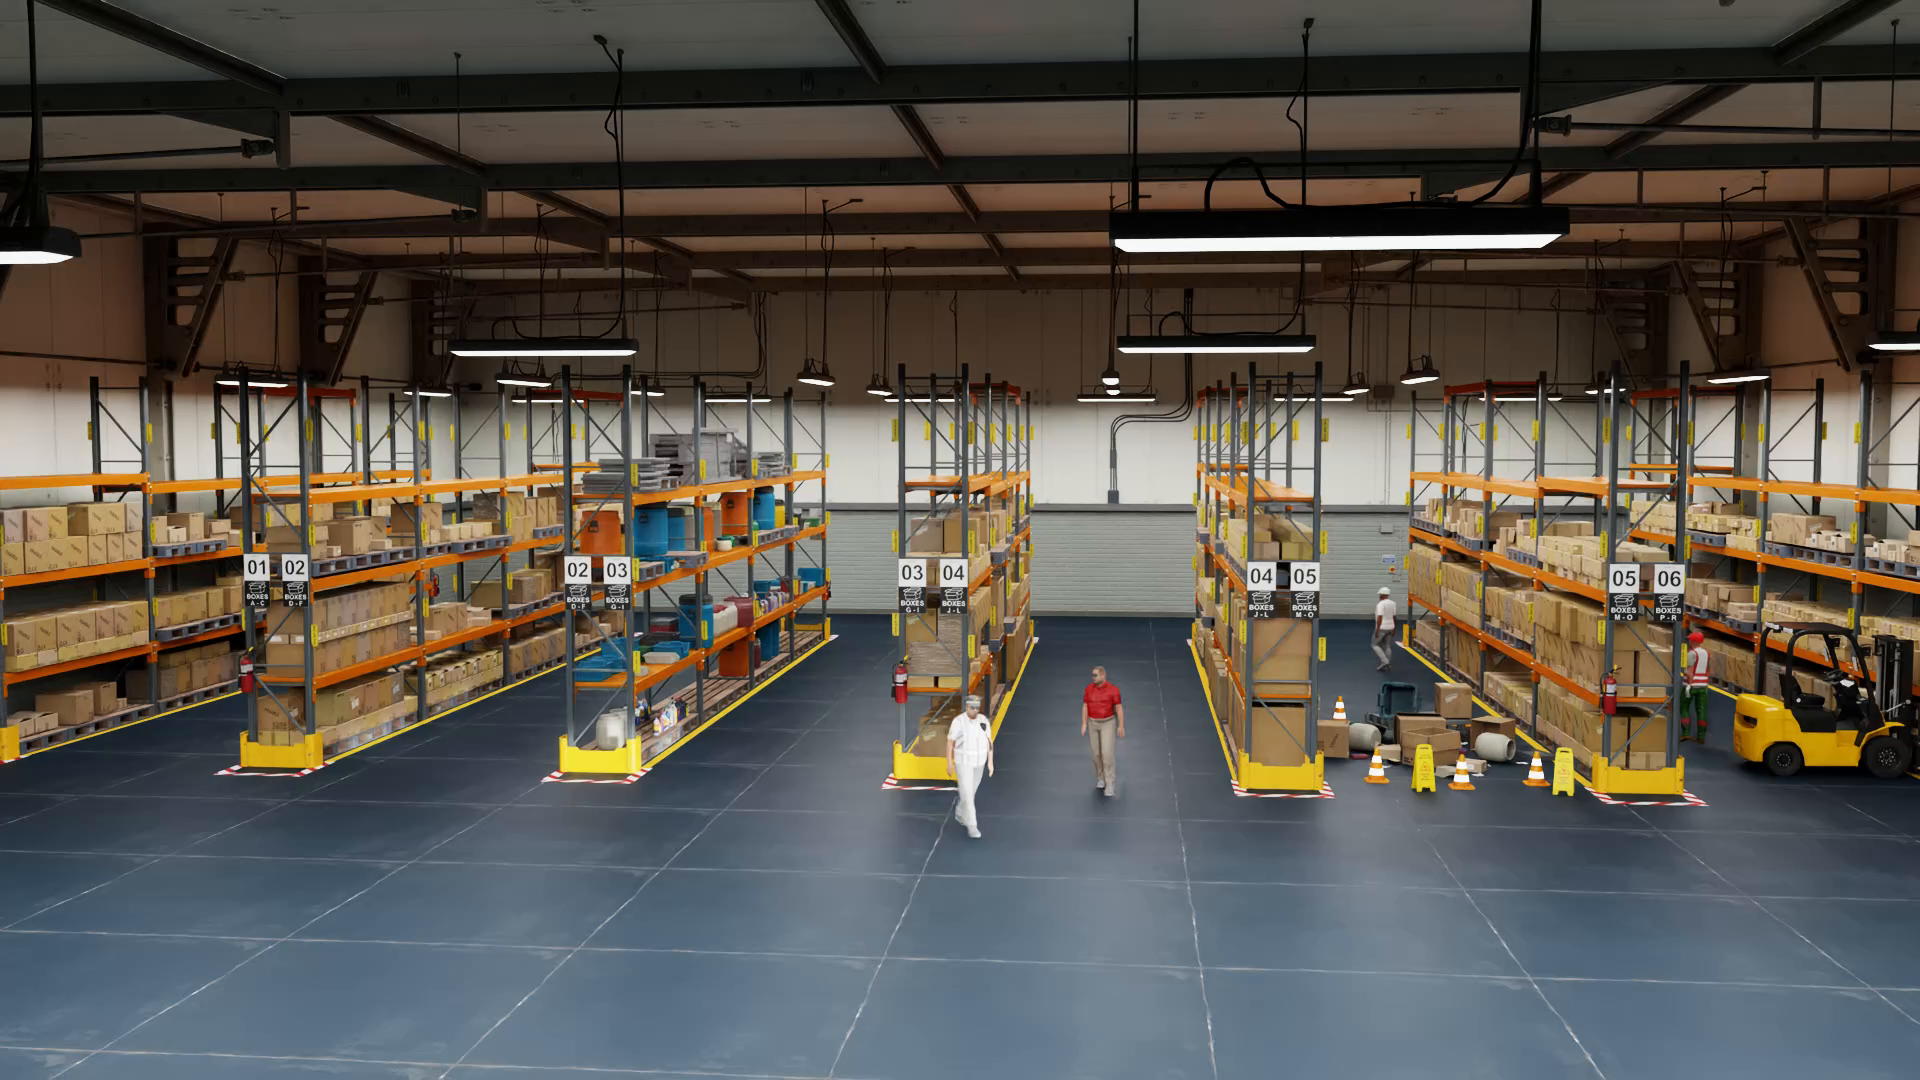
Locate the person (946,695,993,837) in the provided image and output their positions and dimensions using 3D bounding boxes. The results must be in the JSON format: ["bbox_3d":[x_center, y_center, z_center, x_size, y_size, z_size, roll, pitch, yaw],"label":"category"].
[{"bbox_3d":[0.153,2.786,20.833,0.569,1.701,0.983,-2,4,-34],"label":"person"}]

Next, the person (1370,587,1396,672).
[{"bbox_3d":[8.933,1.880,34.945,0.616,1.765,0.440,-3,5,-36],"label":"person"}]

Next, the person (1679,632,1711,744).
[{"bbox_3d":[11.912,2.406,26.857,0.512,1.825,0.543,0,4,0],"label":"person"}]

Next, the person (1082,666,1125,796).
[{"bbox_3d":[1.967,2.648,23.321,0.650,1.732,0.661,2,4,32],"label":"person"}]
